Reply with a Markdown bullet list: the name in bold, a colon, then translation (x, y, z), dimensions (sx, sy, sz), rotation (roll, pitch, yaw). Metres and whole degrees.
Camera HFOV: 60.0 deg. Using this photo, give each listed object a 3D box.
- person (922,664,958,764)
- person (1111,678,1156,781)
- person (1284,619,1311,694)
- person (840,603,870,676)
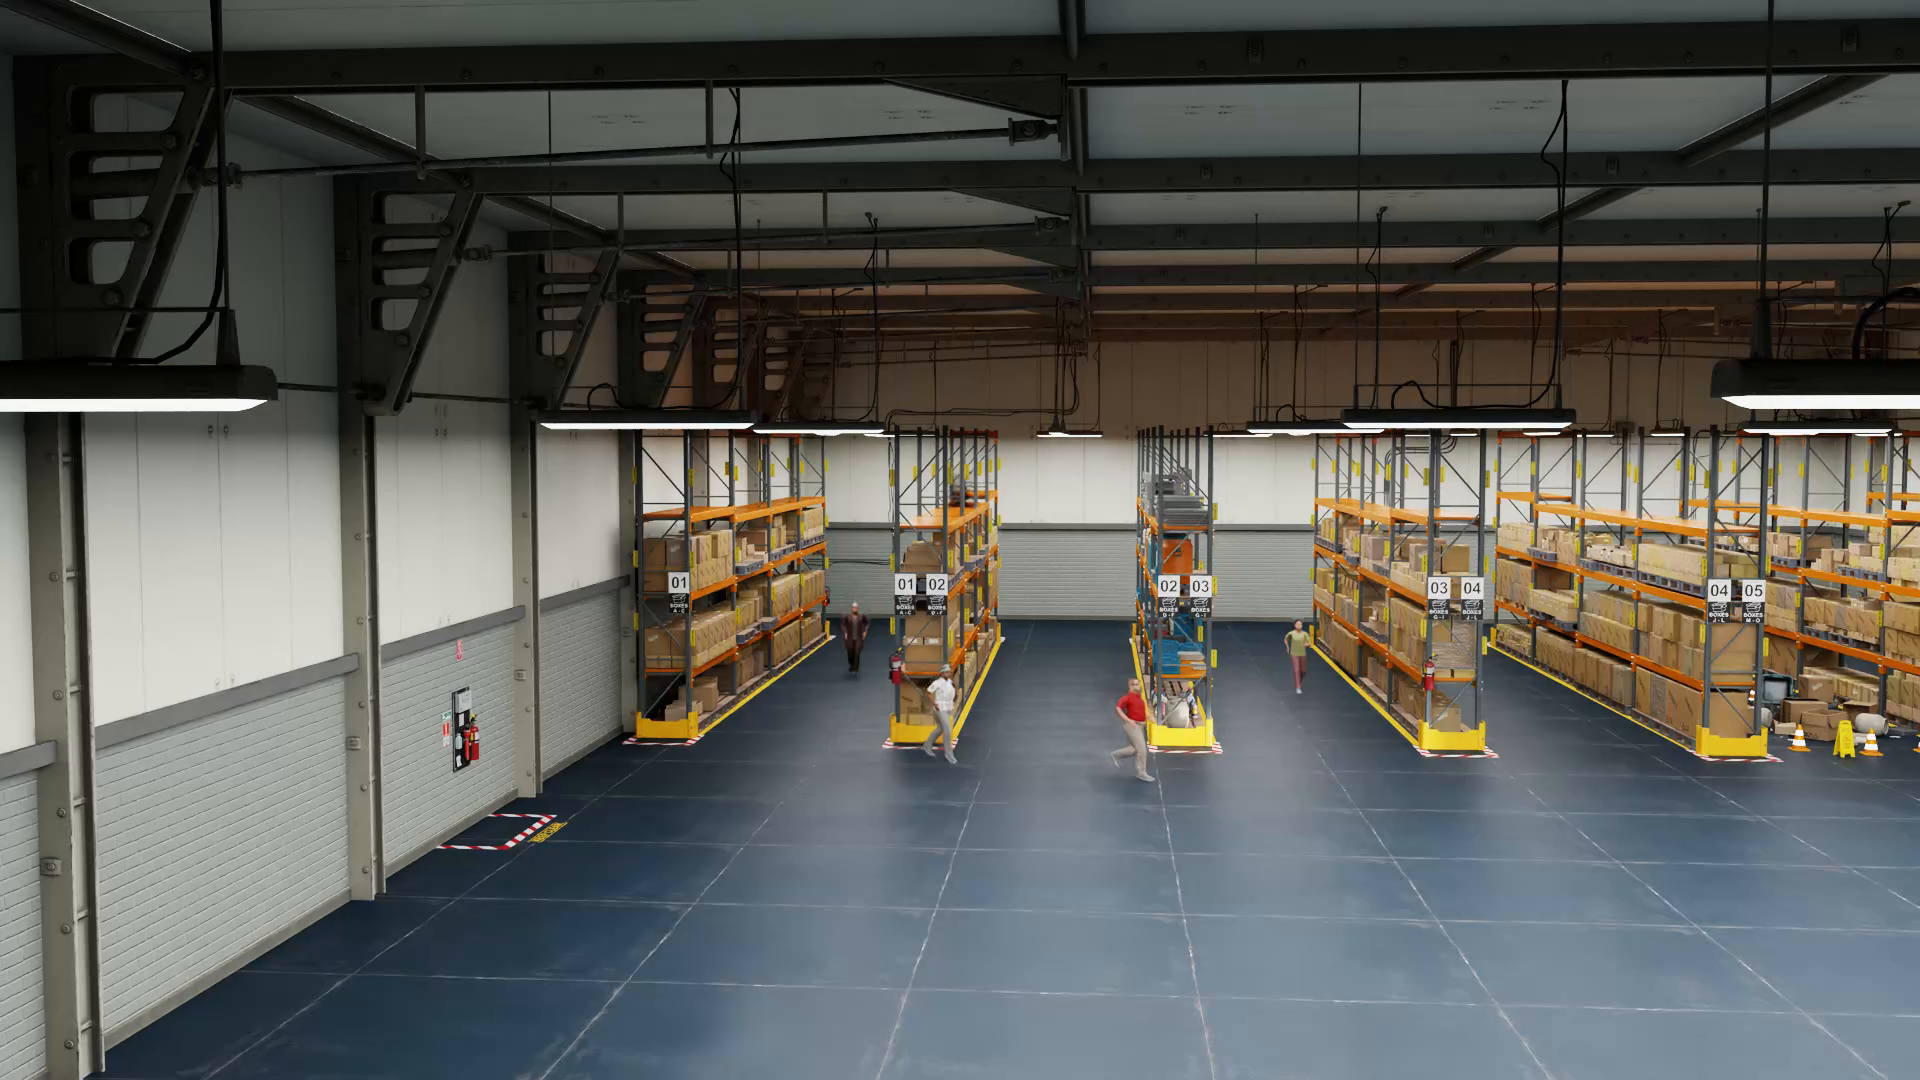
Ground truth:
- **person**: translation (-0.297, 3.073, 29.759), dimensions (0.803, 1.747, 0.599), rotation (2, 4, 36)
- **person**: translation (2.908, 3.194, 28.145), dimensions (0.843, 1.721, 0.663), rotation (2, 4, 28)
- **person**: translation (7.668, 2.620, 37.714), dimensions (0.586, 1.645, 0.914), rotation (0, 3, 2)
- **person**: translation (-2.553, 2.414, 40.589), dimensions (0.736, 1.756, 0.697), rotation (0, 3, -3)
